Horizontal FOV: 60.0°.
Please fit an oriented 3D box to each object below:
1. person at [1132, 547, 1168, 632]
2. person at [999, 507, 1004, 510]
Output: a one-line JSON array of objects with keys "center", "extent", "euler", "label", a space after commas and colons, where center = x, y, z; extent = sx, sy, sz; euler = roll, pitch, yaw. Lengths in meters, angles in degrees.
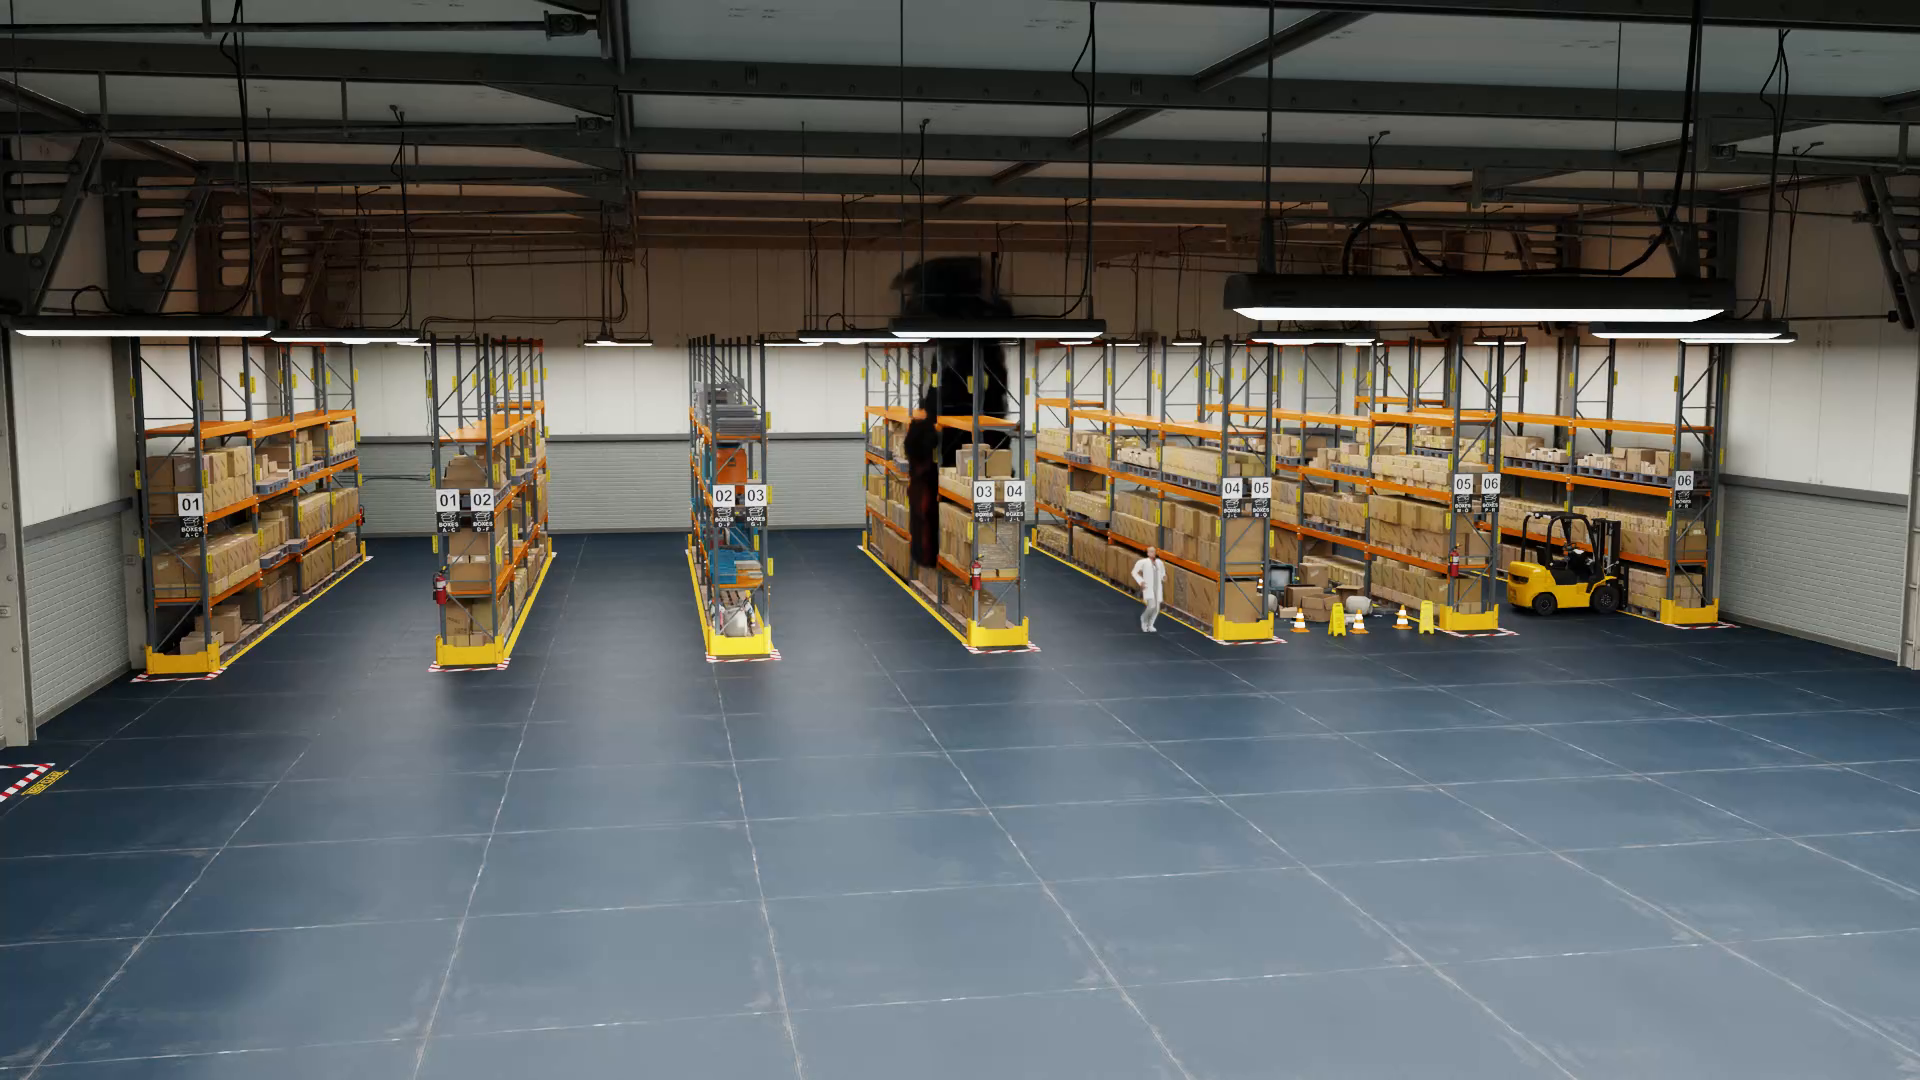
[{"center": [3.897, 1.011, 33.551], "extent": [0.694, 1.744, 0.642], "euler": [-3, 7, -23], "label": "person"}, {"center": [1.019, -0.570, 48.044], "extent": [0.537, 1.615, 0.558], "euler": [0, 7, -3], "label": "person"}]
